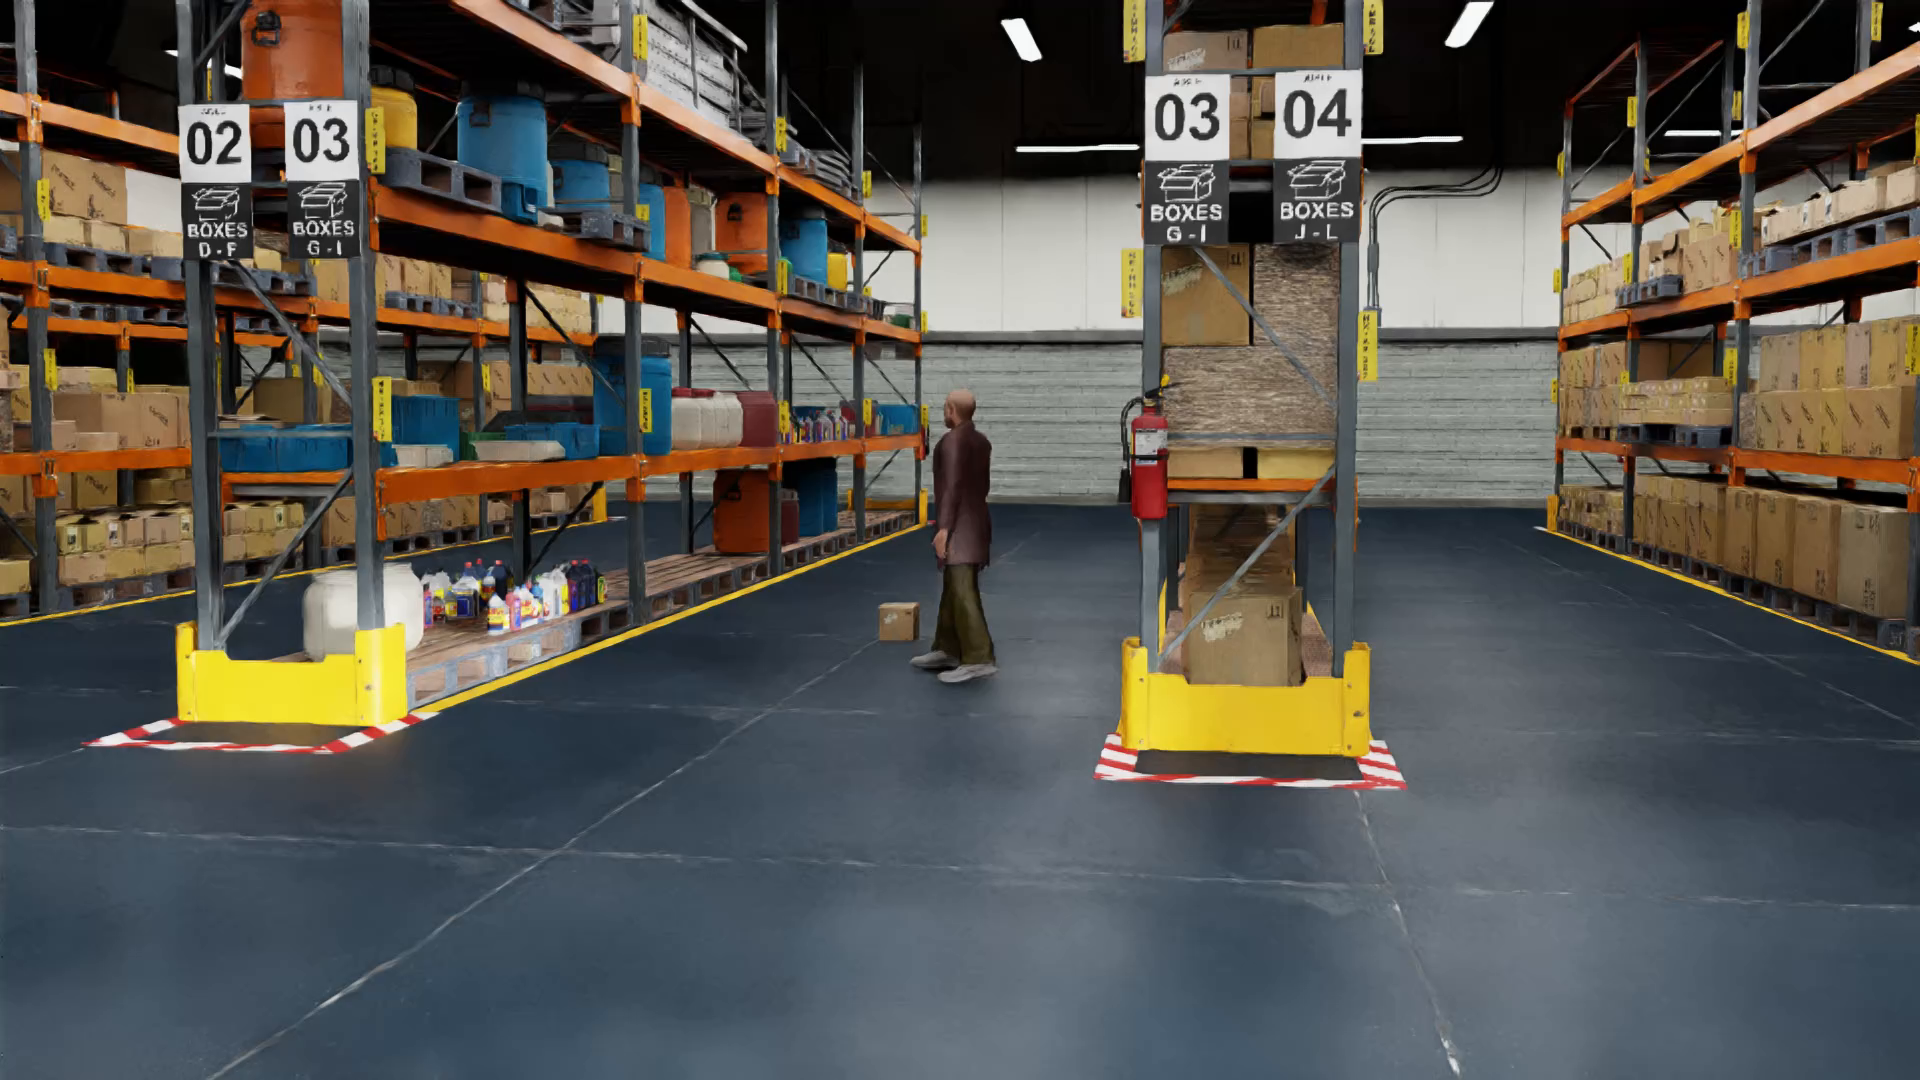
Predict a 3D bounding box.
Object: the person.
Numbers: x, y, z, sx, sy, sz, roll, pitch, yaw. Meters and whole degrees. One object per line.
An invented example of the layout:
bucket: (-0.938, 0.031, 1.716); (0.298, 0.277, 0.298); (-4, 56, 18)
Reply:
person: (-0.008, -0.042, 10.231); (0.674, 1.777, 0.664); (1, 5, 19)
